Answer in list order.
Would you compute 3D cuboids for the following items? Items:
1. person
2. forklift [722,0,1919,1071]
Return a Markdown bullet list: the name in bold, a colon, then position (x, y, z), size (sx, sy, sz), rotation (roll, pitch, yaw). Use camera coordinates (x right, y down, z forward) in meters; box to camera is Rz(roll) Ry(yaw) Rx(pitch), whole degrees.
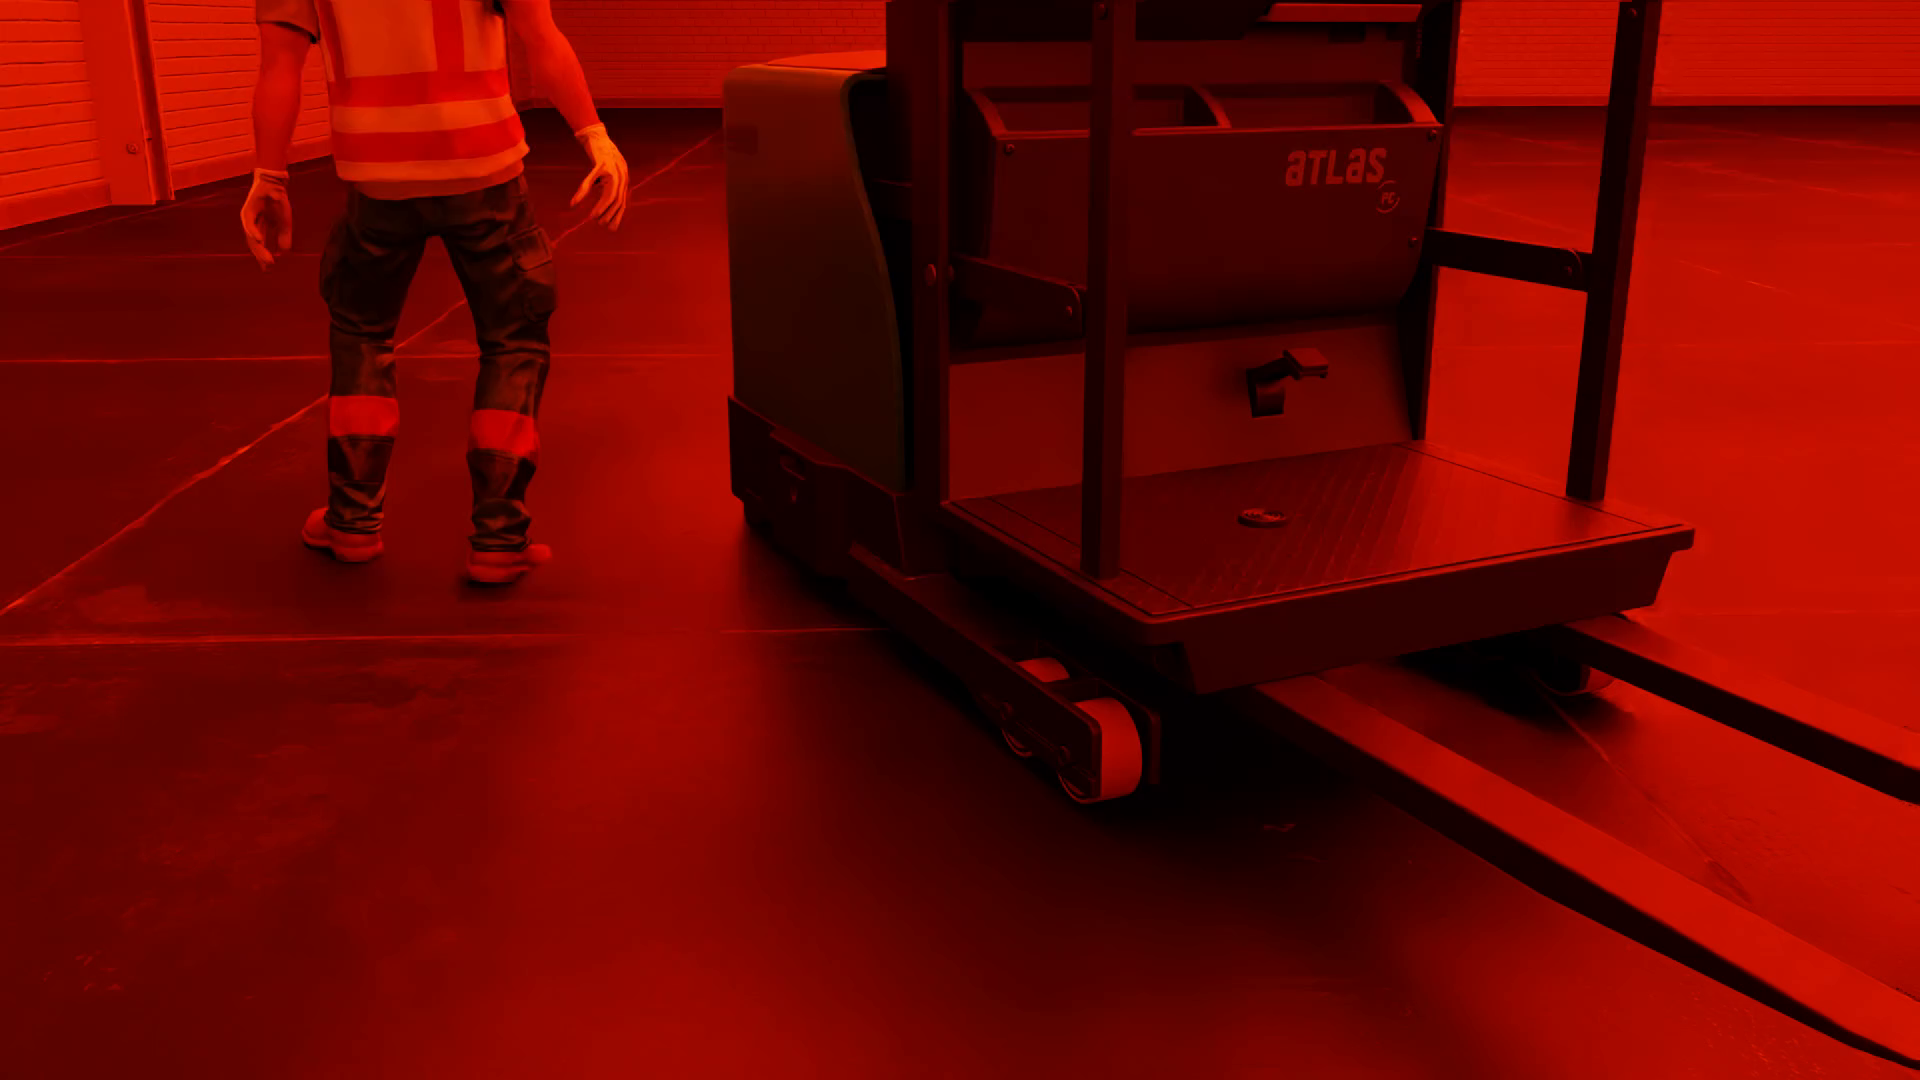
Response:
- **person**: position (-1.122, -0.778, 3.574), size (0.866, 1.752, 0.472), rotation (2, 17, 5)
- **forklift**: position (0.539, -1.138, 2.627), size (1.130, 2.935, 3.031), rotation (-8, 19, -25)
